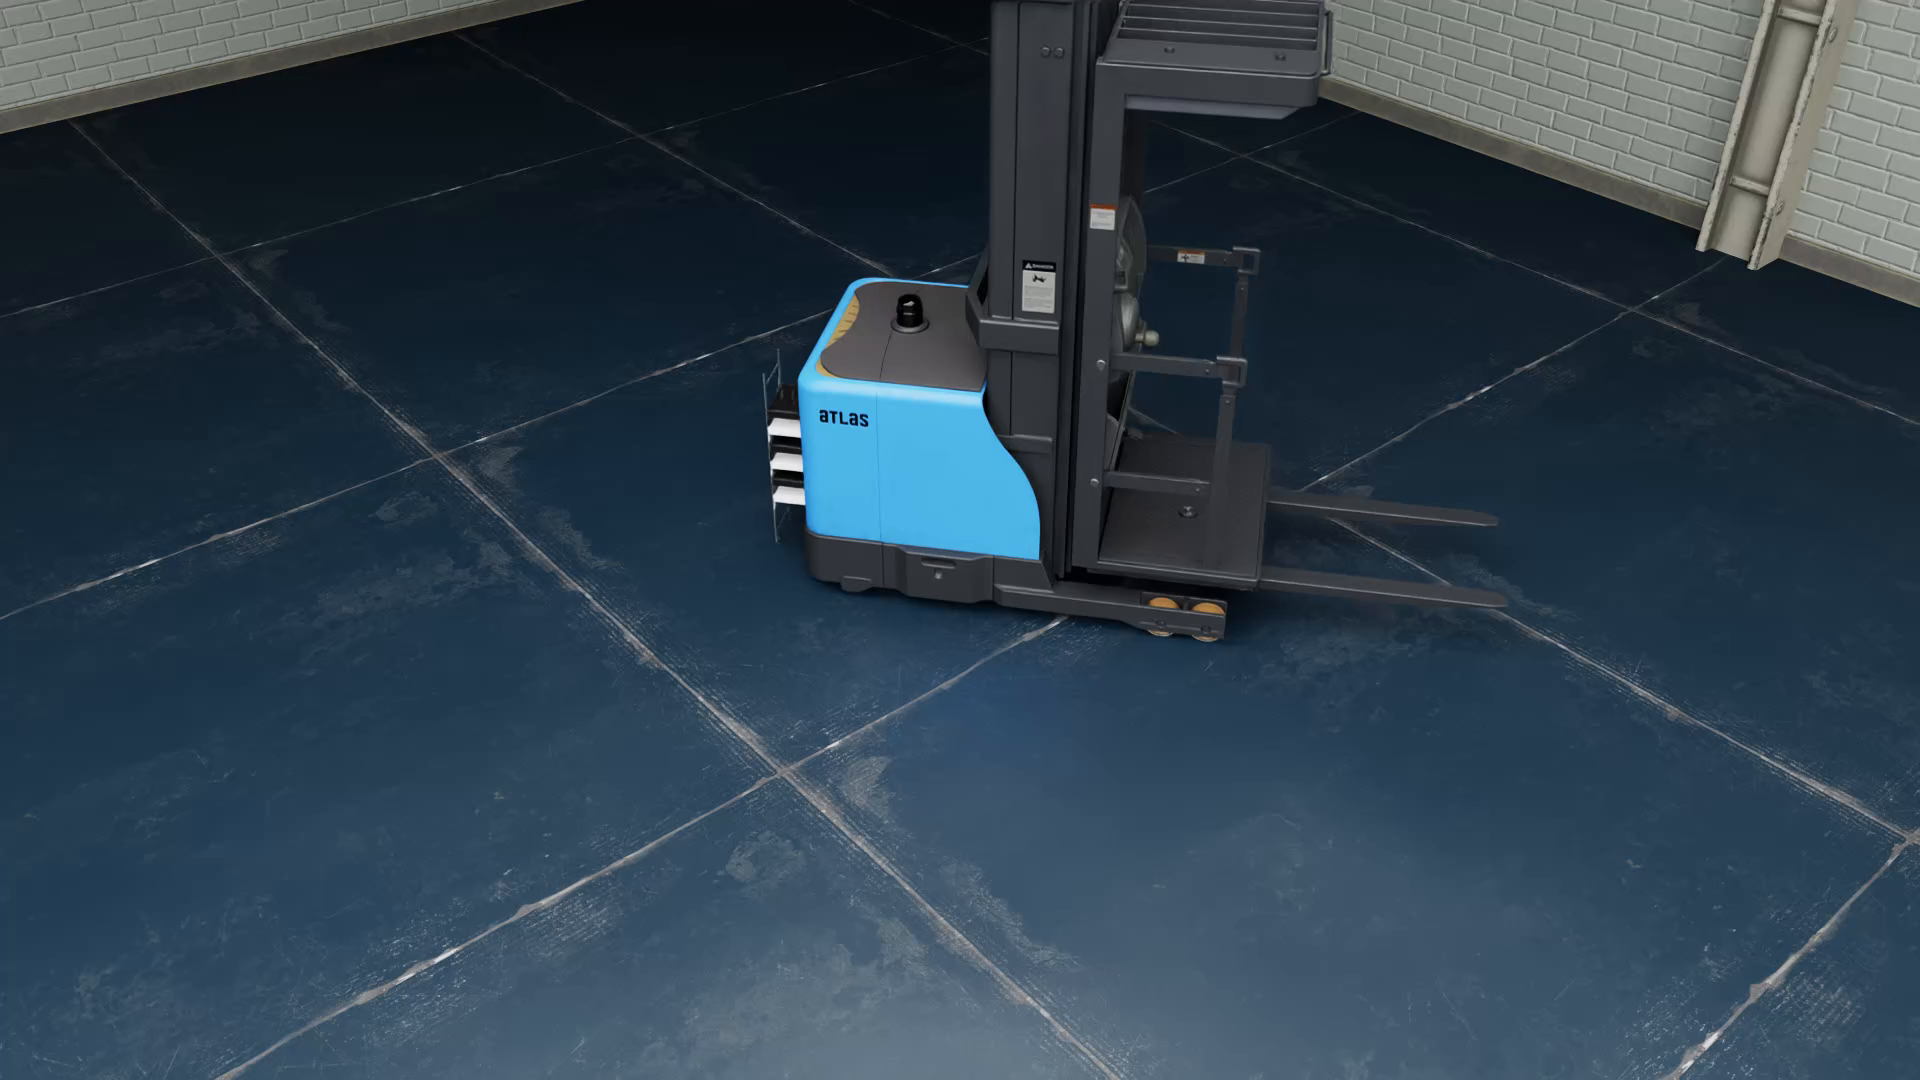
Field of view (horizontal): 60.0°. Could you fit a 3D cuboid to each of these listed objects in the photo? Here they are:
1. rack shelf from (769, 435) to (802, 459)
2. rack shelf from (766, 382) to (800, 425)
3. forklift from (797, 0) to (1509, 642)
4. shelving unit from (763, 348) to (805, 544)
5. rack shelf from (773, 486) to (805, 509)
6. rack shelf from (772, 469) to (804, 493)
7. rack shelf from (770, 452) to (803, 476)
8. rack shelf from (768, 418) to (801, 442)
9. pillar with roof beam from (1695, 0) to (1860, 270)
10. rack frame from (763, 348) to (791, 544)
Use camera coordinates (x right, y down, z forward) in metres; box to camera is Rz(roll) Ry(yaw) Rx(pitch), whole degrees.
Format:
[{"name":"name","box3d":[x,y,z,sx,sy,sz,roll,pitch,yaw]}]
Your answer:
[{"name":"rack shelf","box3d":[-0.729,-0.453,7.513,0.200,0.077,0.258,7,36,9]},{"name":"rack shelf","box3d":[-0.729,-0.600,7.409,0.200,0.077,0.258,7,36,9]},{"name":"forklift","box3d":[0.880,-1.096,6.761,3.031,2.935,1.130,7,36,9]},{"name":"shelving unit","box3d":[-0.729,-0.407,7.545,0.210,0.900,0.258,7,36,9]},{"name":"rack shelf","box3d":[-0.729,-0.232,7.669,0.200,0.077,0.258,7,36,9]},{"name":"rack shelf","box3d":[-0.729,-0.306,7.617,0.200,0.077,0.258,7,36,9]},{"name":"rack shelf","box3d":[-0.729,-0.379,7.565,0.200,0.077,0.258,7,36,9]},{"name":"rack shelf","box3d":[-0.729,-0.526,7.461,0.200,0.077,0.258,7,36,9]},{"name":"pillar with roof beam","box3d":[1.506,-3.840,5.385,9.100,9.000,0.400,-26,43,-32]},{"name":"rack frame","box3d":[-0.829,-0.418,7.562,0.006,0.900,0.240,7,36,9]}]
